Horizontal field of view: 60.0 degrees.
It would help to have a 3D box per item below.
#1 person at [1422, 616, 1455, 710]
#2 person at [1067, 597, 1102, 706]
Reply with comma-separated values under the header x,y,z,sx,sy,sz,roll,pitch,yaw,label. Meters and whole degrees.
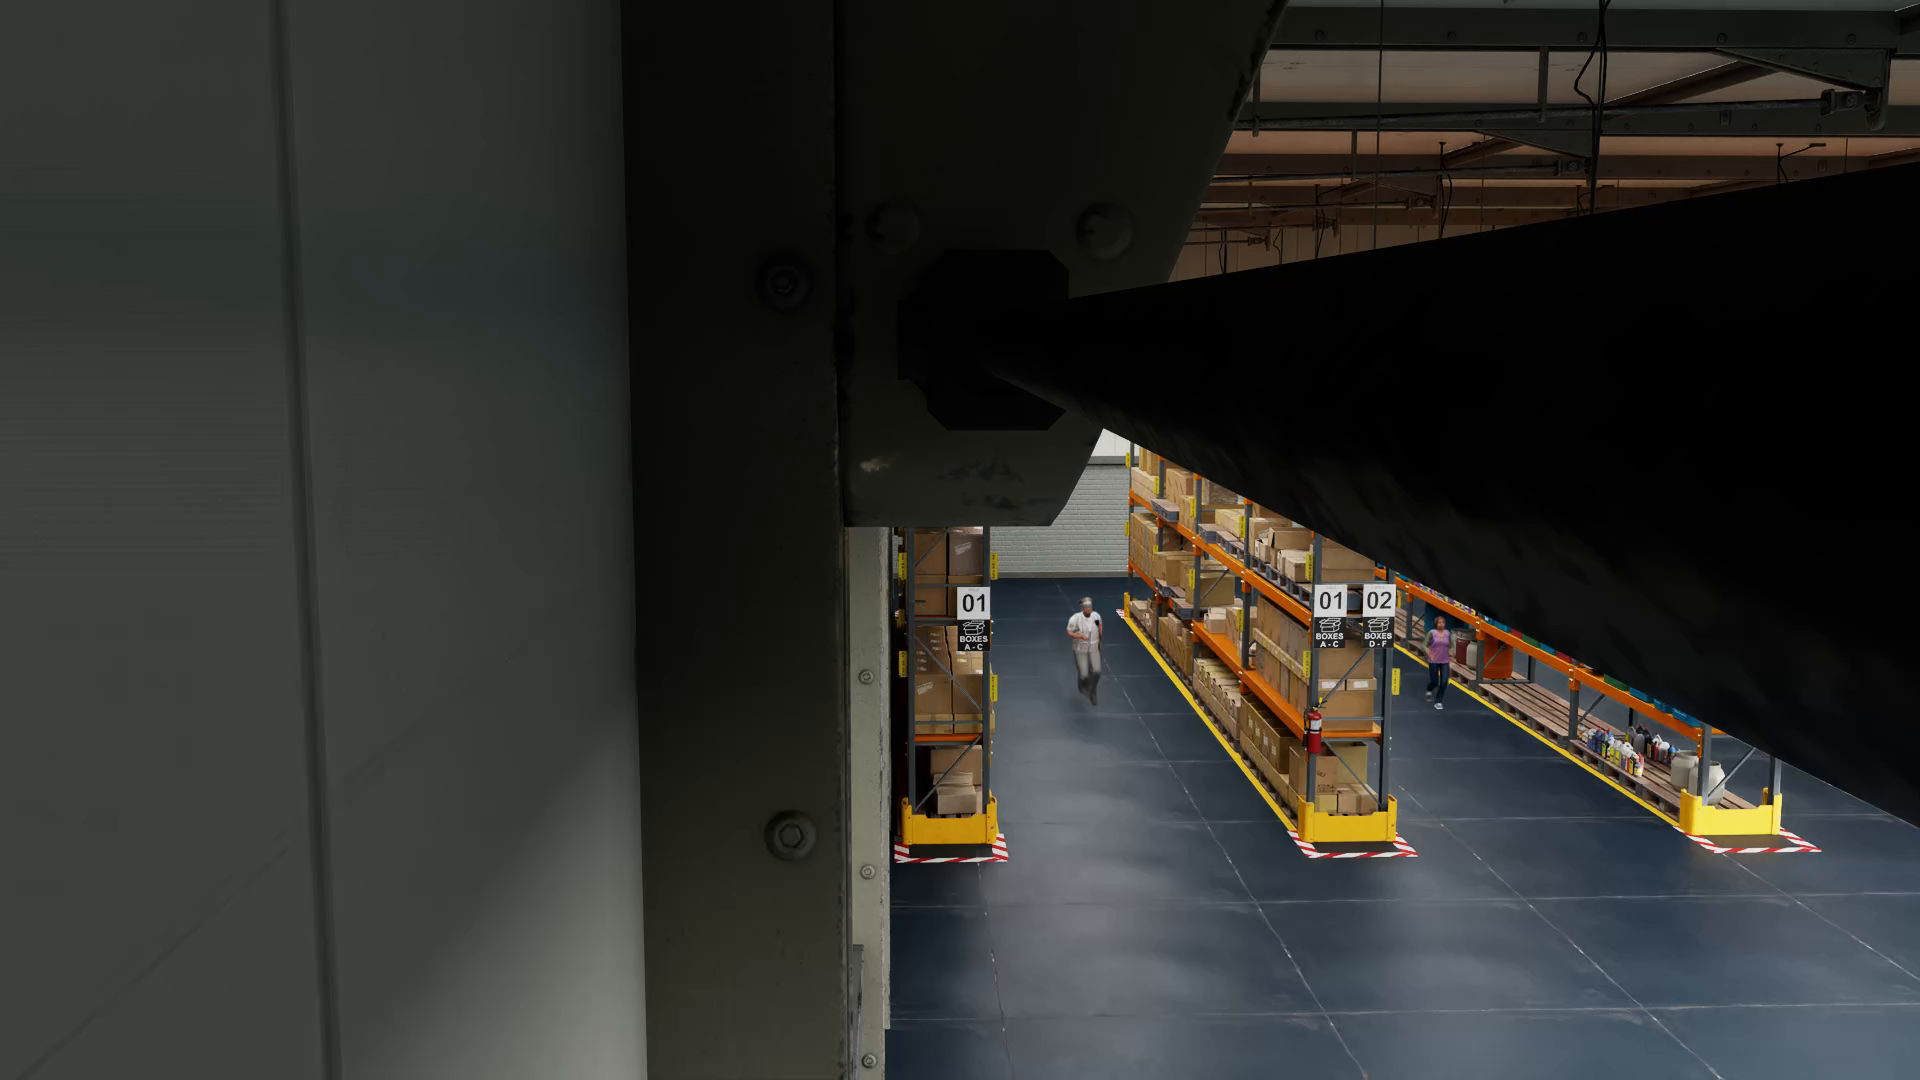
x,y,z,sx,sy,sz,roll,pitch,yaw,label
7.959,2.032,27.620,0.537,1.548,0.522,0,7,0,person
2.070,1.825,27.307,0.651,1.824,0.737,-1,7,-10,person
